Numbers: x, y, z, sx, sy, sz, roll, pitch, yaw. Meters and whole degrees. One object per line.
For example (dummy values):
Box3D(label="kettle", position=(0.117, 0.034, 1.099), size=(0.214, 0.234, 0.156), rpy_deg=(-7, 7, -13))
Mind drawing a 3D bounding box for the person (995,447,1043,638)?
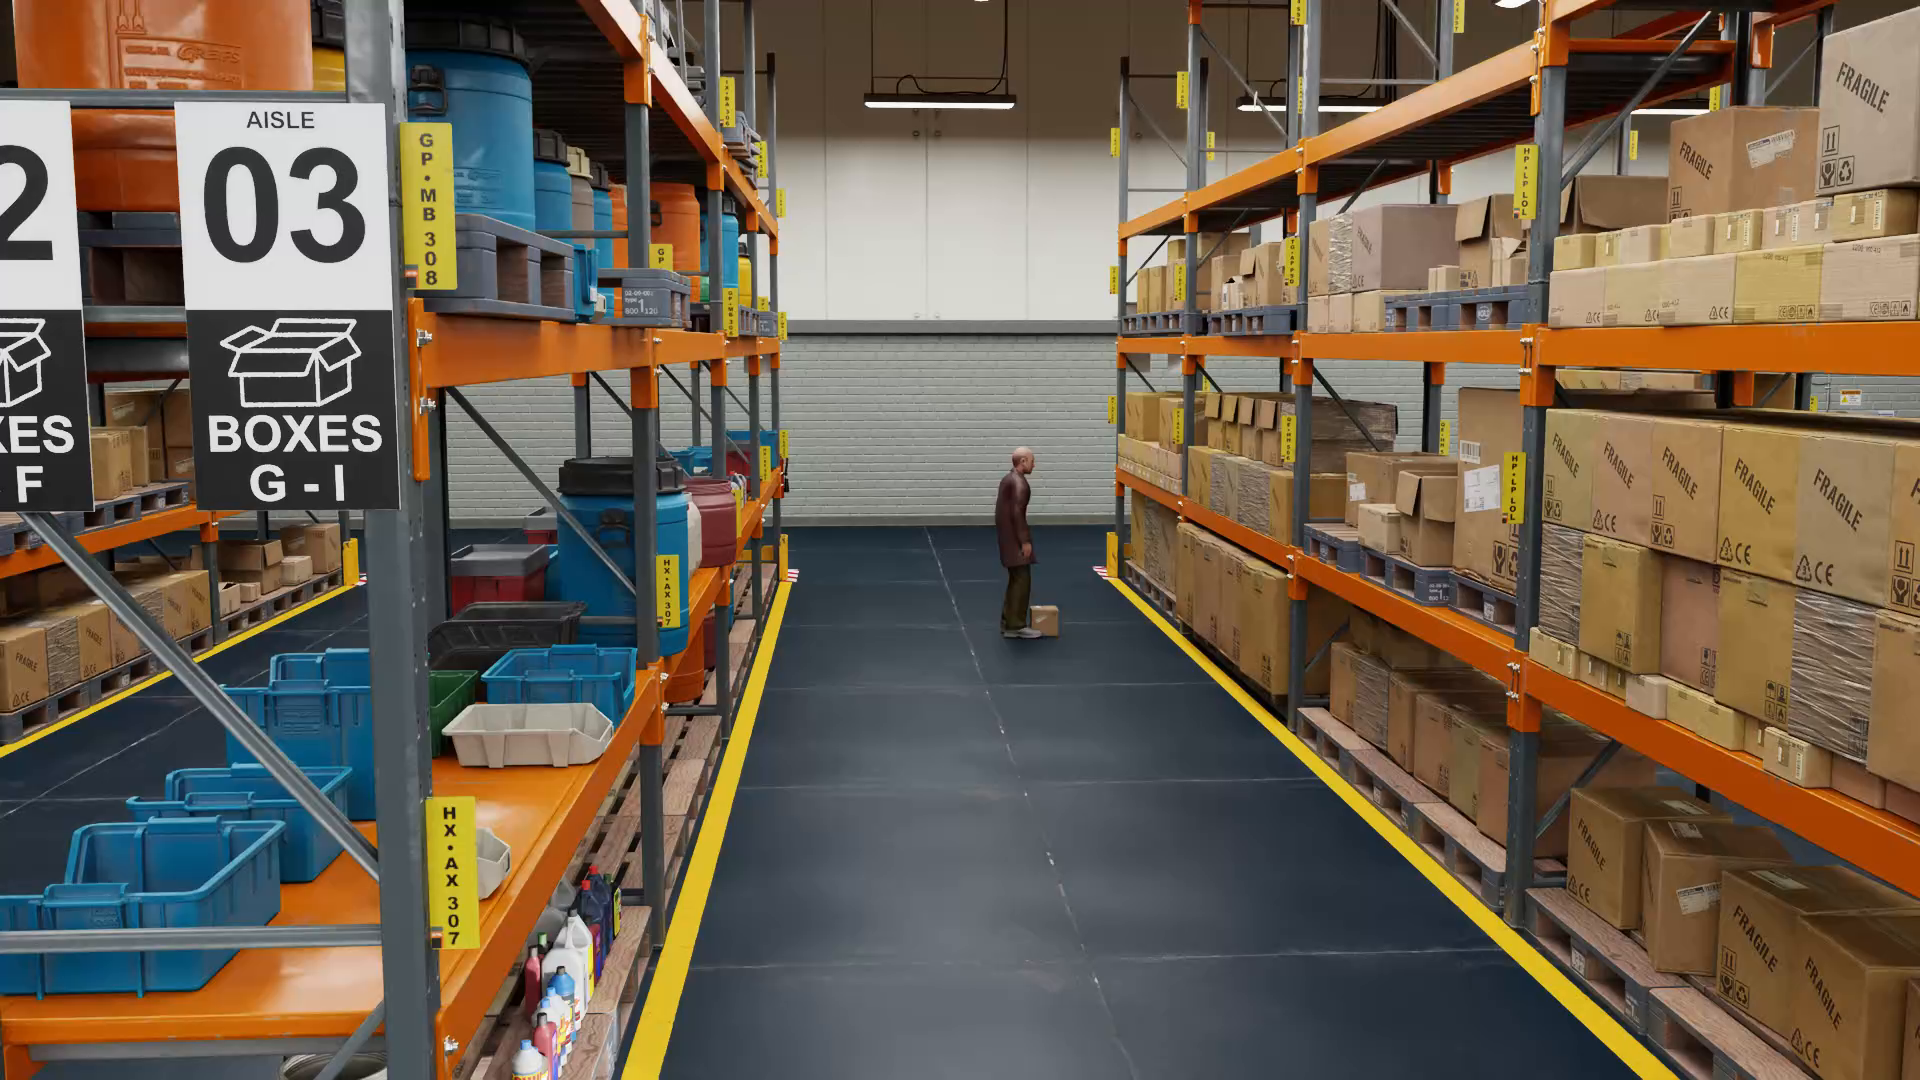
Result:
Box3D(label="person", position=(0.548, 0.012, 15.701), size=(0.429, 1.772, 0.647), rpy_deg=(-1, 7, -7))
